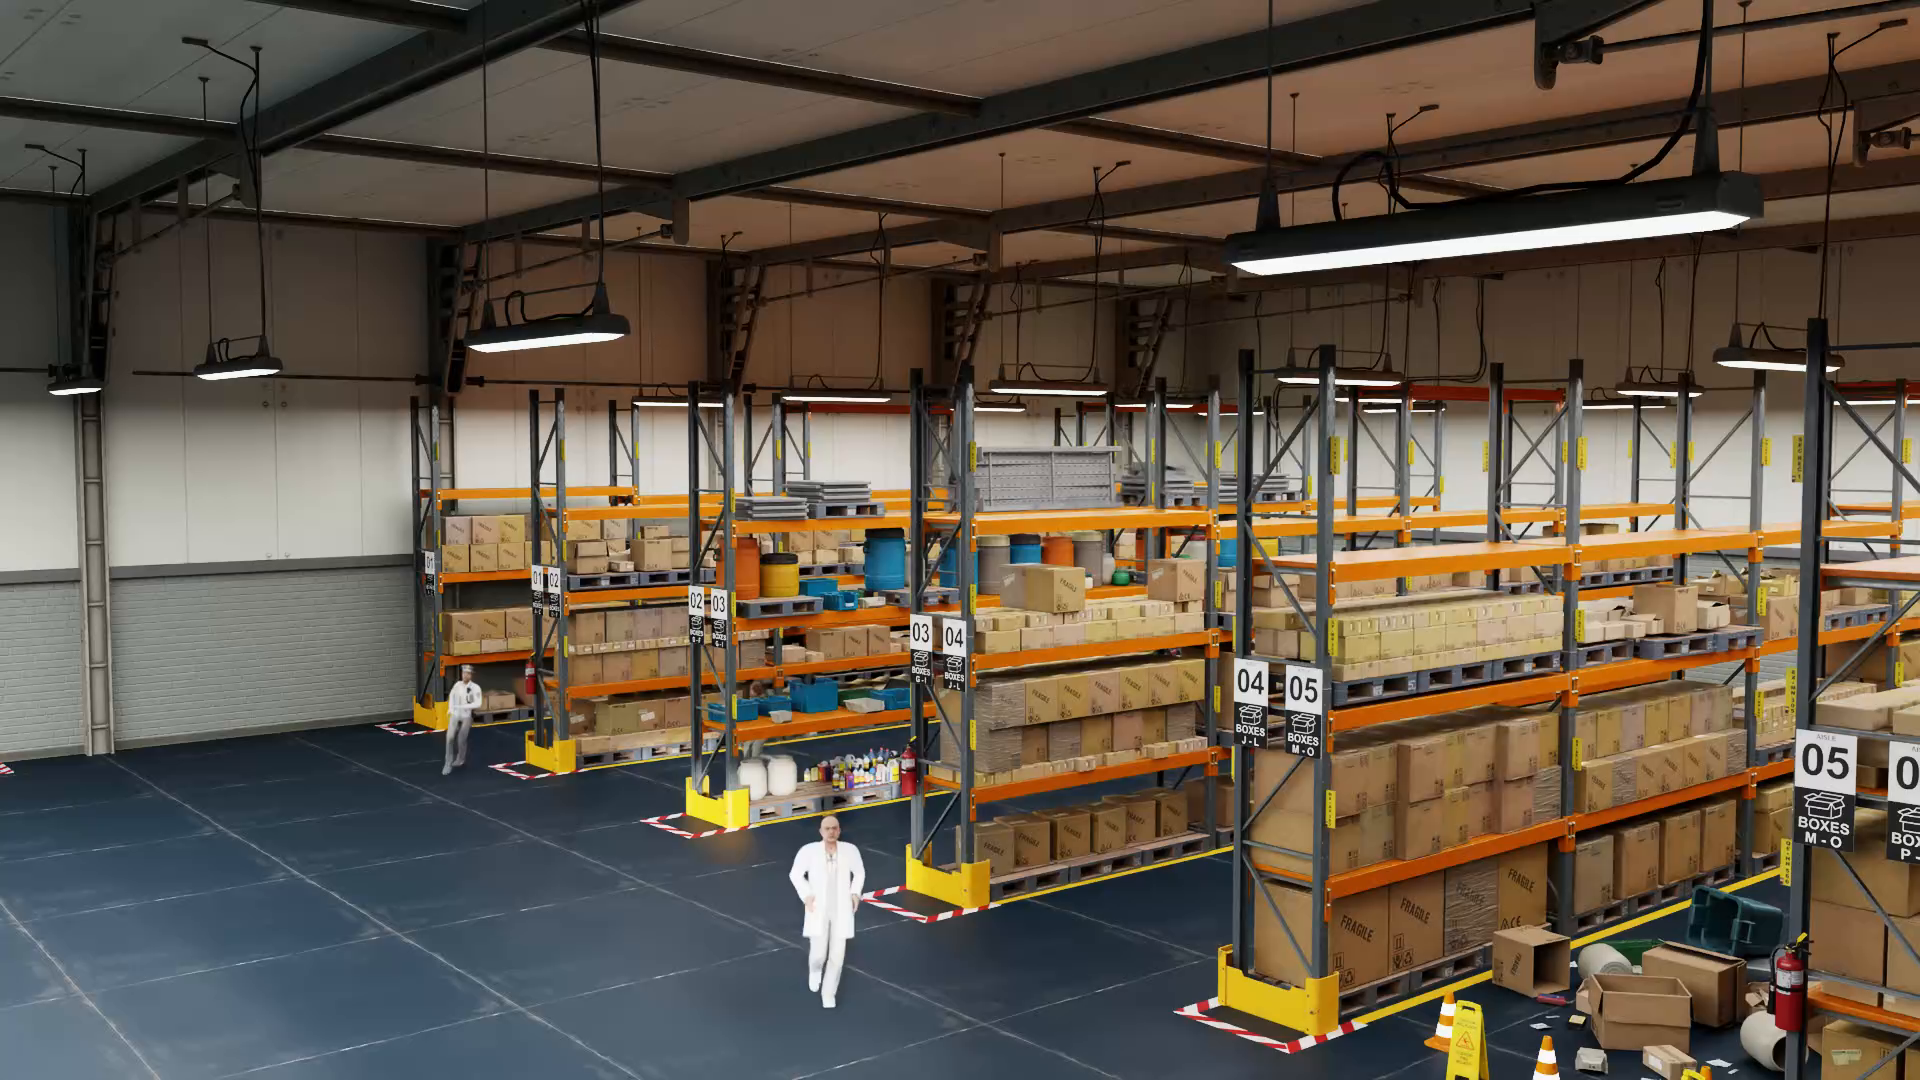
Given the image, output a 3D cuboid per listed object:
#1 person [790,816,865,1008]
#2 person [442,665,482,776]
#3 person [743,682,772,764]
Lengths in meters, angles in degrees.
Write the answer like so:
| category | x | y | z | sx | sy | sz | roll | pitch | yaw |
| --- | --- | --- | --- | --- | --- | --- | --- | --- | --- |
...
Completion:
| category | x | y | z | sx | sy | sz | roll | pitch | yaw |
| --- | --- | --- | --- | --- | --- | --- | --- | --- | --- |
| person | -1.202 | 3.392 | 15.274 | 0.694 | 1.730 | 0.633 | -1 | 3 | -12 |
| person | -7.775 | 2.787 | 26.027 | 0.598 | 1.685 | 0.725 | 0 | 3 | 1 |
| person | -3.012 | 2.911 | 24.955 | 0.637 | 1.568 | 0.555 | -3 | 5 | -42 |
